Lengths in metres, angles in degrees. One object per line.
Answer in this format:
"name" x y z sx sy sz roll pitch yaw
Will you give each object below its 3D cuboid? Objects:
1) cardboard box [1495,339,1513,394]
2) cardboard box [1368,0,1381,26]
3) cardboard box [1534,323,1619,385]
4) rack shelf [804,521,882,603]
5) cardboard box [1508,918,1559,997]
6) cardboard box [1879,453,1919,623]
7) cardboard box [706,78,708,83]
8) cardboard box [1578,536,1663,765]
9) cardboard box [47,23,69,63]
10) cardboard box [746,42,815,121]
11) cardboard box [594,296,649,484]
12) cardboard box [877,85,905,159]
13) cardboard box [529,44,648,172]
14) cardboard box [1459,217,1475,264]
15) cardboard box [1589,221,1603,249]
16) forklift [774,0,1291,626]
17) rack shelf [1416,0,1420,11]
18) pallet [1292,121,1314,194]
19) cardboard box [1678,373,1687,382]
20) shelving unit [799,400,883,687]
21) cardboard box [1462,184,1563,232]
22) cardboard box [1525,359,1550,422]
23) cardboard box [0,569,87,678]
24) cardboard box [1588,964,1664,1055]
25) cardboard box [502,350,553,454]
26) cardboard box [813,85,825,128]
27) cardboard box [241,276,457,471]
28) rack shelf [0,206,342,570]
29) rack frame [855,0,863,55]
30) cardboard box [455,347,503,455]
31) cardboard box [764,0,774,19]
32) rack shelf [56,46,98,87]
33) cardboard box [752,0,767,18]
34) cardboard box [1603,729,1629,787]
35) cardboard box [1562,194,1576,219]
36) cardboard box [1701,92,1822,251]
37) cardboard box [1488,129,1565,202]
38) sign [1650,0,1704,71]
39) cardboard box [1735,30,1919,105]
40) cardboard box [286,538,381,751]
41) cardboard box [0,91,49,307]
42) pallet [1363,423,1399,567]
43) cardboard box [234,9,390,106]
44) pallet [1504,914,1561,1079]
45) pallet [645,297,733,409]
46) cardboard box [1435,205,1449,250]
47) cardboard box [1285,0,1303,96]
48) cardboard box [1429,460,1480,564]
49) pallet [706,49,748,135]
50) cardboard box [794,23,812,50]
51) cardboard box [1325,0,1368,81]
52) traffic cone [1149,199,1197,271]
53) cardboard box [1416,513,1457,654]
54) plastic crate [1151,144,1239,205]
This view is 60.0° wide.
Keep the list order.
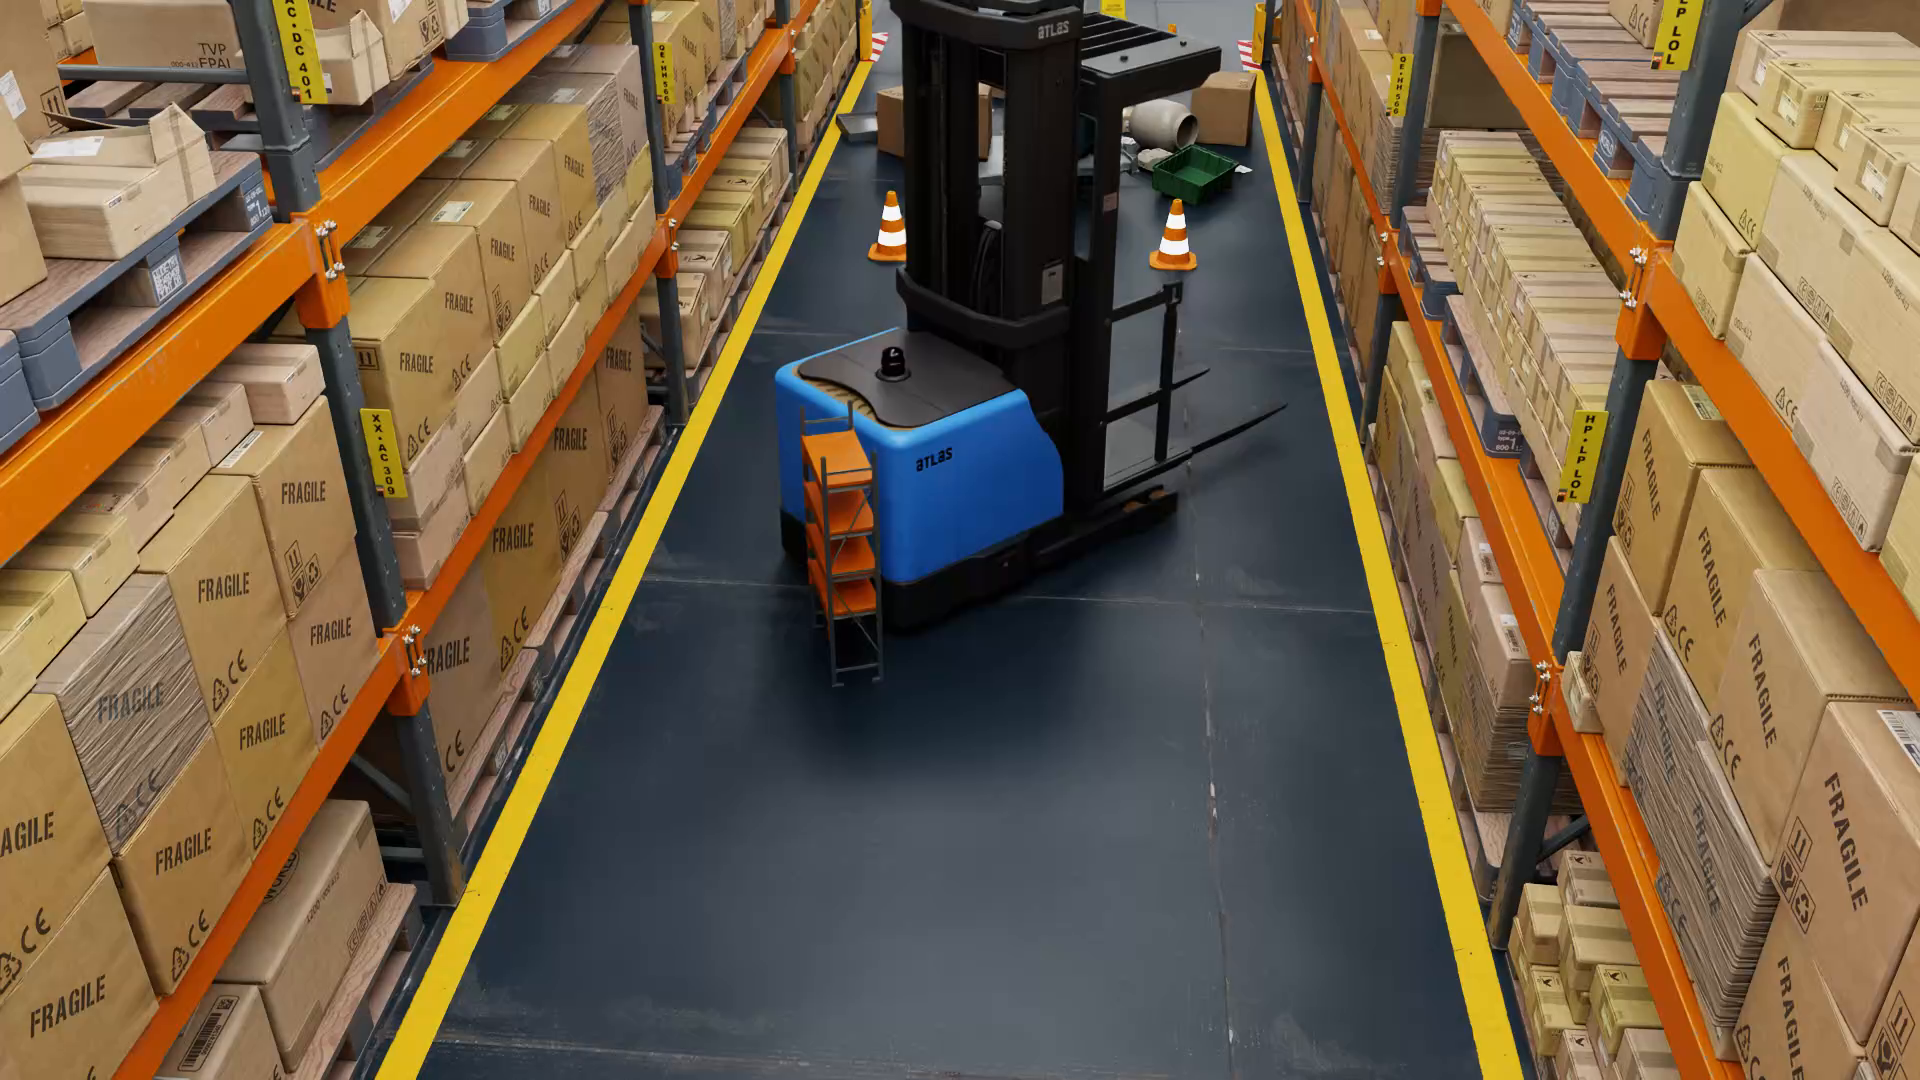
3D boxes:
"cardboard box" 2.439 -0.713 6.887 0.380 0.149 0.250 4 32 6
"cardboard box" 3.037 -3.602 10.687 0.700 0.500 0.500 3 32 4
"cardboard box" 2.405 -0.700 6.299 0.380 0.149 0.250 2 32 4
"rack shelf" -0.538 0.080 7.605 0.258 0.148 0.480 -8 33 -13
"cardboard box" 2.151 1.468 5.826 0.380 0.149 0.250 1 32 2
"cardboard box" 2.061 0.081 3.044 0.500 0.250 0.500 4 32 6
"cardboard box" -1.810 -2.937 10.496 0.380 0.149 0.250 4 32 6
"cardboard box" 2.210 0.335 4.968 0.500 0.500 0.500 2 32 3
"cardboard box" -6.623 -3.436 11.609 0.500 0.250 0.500 3 32 4
"cardboard box" -1.472 -3.710 13.417 0.500 0.500 0.500 4 32 6
"cardboard box" -2.254 -0.911 8.993 0.875 0.875 0.875 2 32 4
"cardboard box" -0.346 -3.525 13.990 0.500 0.500 0.500 27 41 37
"cardboard box" -1.896 -2.181 8.381 0.500 0.500 0.500 2 32 3
"cardboard box" 2.529 -1.376 7.679 0.380 0.149 0.250 3 32 4
"cardboard box" 3.202 -1.479 7.846 0.380 0.149 0.250 3 32 5
"forklift" 0.538 -1.472 8.345 3.031 2.935 1.130 -24 39 -33
"rack shelf" 2.990 -3.852 9.968 1.077 0.370 4.000 2 32 4
"pallet" 3.292 -3.134 13.634 1.003 0.211 1.213 2 32 4
"cardboard box" 3.075 -0.542 6.609 0.380 0.149 0.250 1 32 2
"shelving unit" -0.538 0.023 7.569 0.258 1.200 0.503 -8 33 -13
"cardboard box" 2.530 -1.520 7.629 0.380 0.149 0.250 1 32 2
"cardboard box" 2.398 -0.569 6.370 0.380 0.149 0.250 1 32 2
"cardboard box" -2.316 0.194 3.910 0.380 0.149 0.250 2 32 3
"cardboard box" 2.214 1.485 5.231 0.380 0.149 0.250 2 32 3
"cardboard box" -2.043 -0.595 7.000 0.500 0.250 0.500 2 32 4
"cardboard box" -1.440 -3.670 14.067 0.500 0.250 0.500 4 32 7
"cardboard box" -2.118 -0.588 5.797 0.500 0.500 0.500 3 32 5
"rack shelf" -2.603 0.173 3.437 1.077 0.370 4.000 2 32 4
"rack frame" -1.464 -6.177 15.914 1.000 3.000 0.127 2 32 4
"cardboard box" -2.109 -0.543 6.439 0.500 0.250 0.500 3 32 5
"cardboard box" -1.556 -3.876 12.020 0.380 0.149 0.250 3 32 5
"rack shelf" -6.900 -2.943 11.353 1.077 0.370 4.000 2 32 4
"cardboard box" -1.637 -3.923 11.477 0.500 0.500 0.500 3 32 4
"cardboard box" 2.205 0.636 5.099 0.380 0.149 0.250 3 32 5
"cardboard box" 3.245 -1.630 8.374 0.380 0.149 0.250 3 32 5
"cardboard box" 2.223 -0.928 4.205 0.500 0.250 0.500 3 32 6
"cardboard box" 3.133 -2.101 9.205 0.500 0.500 0.500 3 32 5
"sign" 1.948 -1.430 4.484 0.100 0.325 0.005 2 32 4
"cardboard box" 2.236 -1.198 4.262 0.380 0.149 0.250 2 32 3
"cardboard box" -2.224 0.309 5.295 0.500 0.500 0.500 3 32 4
"cardboard box" -2.518 -0.738 3.635 0.797 0.503 0.637 5 32 8
"pallet" 2.762 -0.240 8.938 1.003 0.211 1.213 2 32 4
"cardboard box" -2.051 -1.548 5.271 0.396 0.266 0.258 2 32 4
"pallet" 2.482 1.796 5.634 1.003 0.211 1.213 2 32 4
"pallet" -2.050 -1.215 10.521 1.003 0.211 1.213 2 32 4
"cardboard box" 2.567 -1.541 8.231 0.380 0.149 0.250 4 32 6
"cardboard box" 3.419 -4.475 14.778 0.875 0.875 0.875 2 32 3
"cardboard box" 2.394 -0.123 7.358 0.500 0.250 0.500 1 32 2
"pallet" -1.995 -2.949 10.859 1.003 0.211 1.213 2 32 4
"cardboard box" -1.402 -4.049 13.348 0.380 0.149 0.250 3 32 5
"cardboard box" 2.801 -3.442 11.381 0.500 0.500 0.500 3 32 4
"traffic cone" 1.538 -2.210 11.895 0.336 0.463 0.334 2 32 4
"cardboard box" 2.399 0.208 7.536 0.500 0.500 0.500 2 32 3
"plastic crate" 1.861 -2.901 13.224 0.450 0.188 0.662 29 41 23
